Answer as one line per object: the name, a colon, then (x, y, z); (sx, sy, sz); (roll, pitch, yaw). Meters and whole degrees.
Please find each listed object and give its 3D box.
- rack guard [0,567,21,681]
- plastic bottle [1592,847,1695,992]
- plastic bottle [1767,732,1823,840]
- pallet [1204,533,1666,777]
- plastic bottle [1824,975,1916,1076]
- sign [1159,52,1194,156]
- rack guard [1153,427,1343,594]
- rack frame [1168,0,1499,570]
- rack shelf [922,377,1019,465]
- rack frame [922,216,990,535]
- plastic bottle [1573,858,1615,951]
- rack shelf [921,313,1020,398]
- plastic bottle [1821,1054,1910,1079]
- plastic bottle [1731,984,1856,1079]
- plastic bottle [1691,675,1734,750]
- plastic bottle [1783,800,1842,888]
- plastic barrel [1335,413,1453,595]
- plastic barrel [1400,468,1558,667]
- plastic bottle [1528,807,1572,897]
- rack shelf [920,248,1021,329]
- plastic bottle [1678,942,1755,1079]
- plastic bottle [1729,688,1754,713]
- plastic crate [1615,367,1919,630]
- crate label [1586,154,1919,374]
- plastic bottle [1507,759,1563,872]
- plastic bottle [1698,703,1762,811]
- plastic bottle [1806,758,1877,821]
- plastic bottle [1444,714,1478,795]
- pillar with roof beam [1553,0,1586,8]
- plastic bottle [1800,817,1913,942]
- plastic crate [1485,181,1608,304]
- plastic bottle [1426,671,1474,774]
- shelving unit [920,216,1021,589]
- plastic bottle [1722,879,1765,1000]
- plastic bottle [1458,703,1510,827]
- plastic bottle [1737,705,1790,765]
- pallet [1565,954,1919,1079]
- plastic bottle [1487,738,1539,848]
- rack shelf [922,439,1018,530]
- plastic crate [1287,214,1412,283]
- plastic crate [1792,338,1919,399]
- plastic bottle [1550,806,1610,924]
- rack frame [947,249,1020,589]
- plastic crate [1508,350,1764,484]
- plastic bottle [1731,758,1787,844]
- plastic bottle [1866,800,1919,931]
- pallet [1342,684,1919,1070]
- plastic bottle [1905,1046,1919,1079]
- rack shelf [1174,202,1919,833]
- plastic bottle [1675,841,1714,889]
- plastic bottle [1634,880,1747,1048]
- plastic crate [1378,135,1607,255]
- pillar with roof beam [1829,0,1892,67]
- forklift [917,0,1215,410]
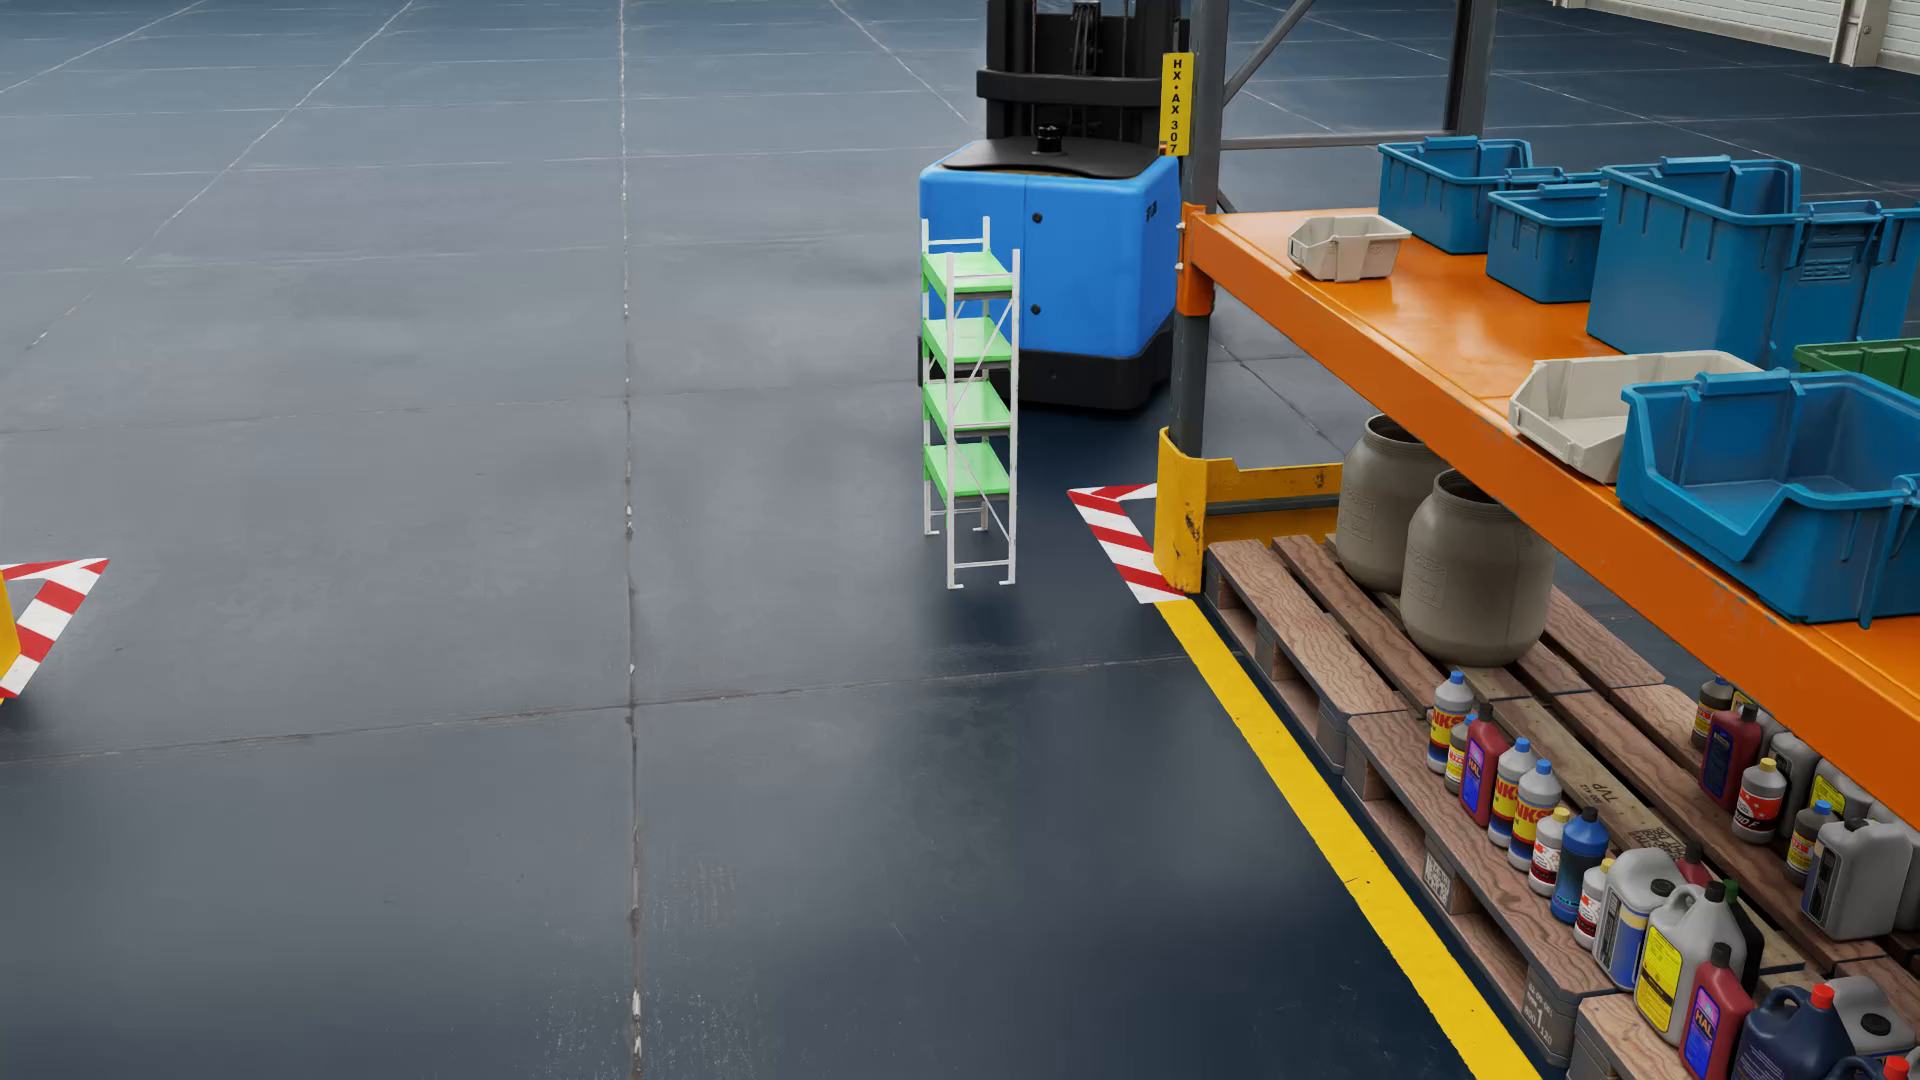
rack guard: (-3.613, 0.222, 5.118); (1.175, 0.500, 0.348); (-4, 24, -10)
plastic bottle: (1.456, 0.801, 3.522); (0.152, 0.276, 0.135); (-4, 24, -9)
plastic bottle: (2.056, 0.572, 4.046); (0.152, 0.276, 0.135); (-5, 24, -11)
pallet: (1.446, 0.304, 5.290); (1.003, 0.211, 1.213); (-4, 24, -10)
plastic bottle: (1.683, 0.971, 3.132); (0.152, 0.276, 0.135); (-4, 24, -10)
sign: (0.699, -1.408, 5.381); (0.100, 0.325, 0.005); (-4, 24, -10)
rack guard: (1.301, -0.148, 5.965); (1.175, 0.500, 0.348); (-4, 24, -10)
rack frame: (1.240, -1.320, 5.525); (1.000, 3.000, 0.127); (-4, 24, -10)
rack shelf: (0.031, -0.426, 5.886); (0.258, 0.148, 0.480); (-4, 24, -10)
rack frame: (-0.015, -0.581, 6.081); (0.240, 1.200, 0.015); (-4, 24, -10)
plastic bottle: (1.408, 0.791, 3.638); (0.097, 0.201, 0.097); (0, 24, 0)
rack shelf: (0.031, -0.646, 5.790); (0.258, 0.148, 0.480); (-4, 24, -10)
plastic bottle: (1.578, 1.033, 2.896); (0.144, 0.351, 0.185); (-5, 24, -11)
plastic bottle: (1.542, 0.958, 3.069); (0.144, 0.351, 0.185); (-6, 24, -12)
plastic bottle: (2.011, 0.450, 4.418); (0.097, 0.201, 0.097); (0, 24, 0)
plastic bottle: (1.980, 0.697, 3.853); (0.097, 0.201, 0.097); (0, 24, 0)
plastic barrel: (1.437, -0.119, 5.359); (0.421, 0.512, 0.421); (0, 24, 0)
plastic barrel: (1.530, 0.078, 4.908); (0.421, 0.512, 0.421); (0, 24, 0)
plastic bottle: (1.370, 0.710, 3.824); (0.097, 0.201, 0.097); (0, 24, 0)
rack shelf: (0.031, -0.866, 5.694); (0.258, 0.148, 0.480); (-4, 24, -10)
plastic bottle: (1.471, 0.928, 3.222); (0.061, 0.283, 0.133); (-3, 24, -6)
plastic bottle: (2.050, 0.457, 4.299); (0.061, 0.283, 0.133); (-4, 24, -8)
plastic crate: (1.509, -0.094, 2.903); (0.499, 0.251, 0.616); (-4, 24, -10)
crate label: (1.847, -0.633, 3.906); (0.502, 0.435, 0.616); (-4, 24, -10)
plastic bottle: (1.351, 0.639, 3.899); (0.097, 0.271, 0.097); (0, 24, 0)
plastic bottle: (1.926, 0.522, 4.151); (0.061, 0.283, 0.133); (-4, 24, -10)
plastic bottle: (2.091, 0.603, 3.883); (0.144, 0.351, 0.185); (-3, 24, -8)
plastic bottle: (1.289, 0.537, 4.218); (0.097, 0.201, 0.097); (0, 24, 0)
pillar with roof beam: (4.397, -11.353, 21.001); (9.100, 9.000, 0.400); (-4, 24, -10)
plastic bottle: (1.984, 0.731, 3.682); (0.152, 0.276, 0.135); (-4, 24, -10)
plastic crate: (1.742, -0.822, 4.569); (0.499, 0.251, 0.408); (-4, 24, -10)
plastic bottle: (1.269, 0.465, 4.298); (0.097, 0.271, 0.097); (0, 24, 0)
shelving unit: (0.031, -0.485, 5.861); (0.258, 1.200, 0.503); (-4, 24, -10)
plastic bottle: (1.579, 0.844, 3.414); (0.061, 0.283, 0.133); (-4, 24, -10)
plastic bottle: (1.293, 0.550, 4.088); (0.061, 0.283, 0.133); (-4, 24, -9)
plastic bottle: (2.031, 0.517, 4.171); (0.152, 0.276, 0.135); (-4, 24, -9)
pallet: (1.897, 1.264, 3.093); (1.003, 0.211, 1.213); (-4, 24, -10)
plastic bottle: (1.333, 0.599, 3.989); (0.097, 0.271, 0.097); (0, 24, 0)
rack shelf: (0.031, -0.206, 5.982); (0.258, 0.148, 0.480); (-4, 24, -10)
plastic crate: (1.090, -0.824, 4.718); (0.298, 0.136, 0.250); (-4, 24, -10)
plastic crate: (2.006, -0.205, 3.236); (0.450, 0.188, 0.662); (-4, 24, -10)
plastic bottle: (1.389, 0.718, 3.716); (0.097, 0.271, 0.097); (0, 24, 0)
rack frame: (0.076, -0.389, 5.641); (0.240, 1.200, 0.015); (-4, 24, -10)
plastic crate: (1.431, -0.246, 3.395); (0.530, 0.136, 0.437); (-4, 24, -10)
plastic bottle: (1.937, 0.623, 4.023); (0.097, 0.201, 0.097); (0, 24, 0)
plastic bottle: (2.125, 0.676, 3.715); (0.144, 0.351, 0.185); (-4, 24, -10)
pallet: (1.668, 0.783, 4.194); (1.003, 0.211, 1.213); (-4, 24, -10)
plastic bottle: (1.719, 1.023, 2.921); (0.144, 0.351, 0.185); (-4, 24, -10)
rack shelf: (1.610, -0.204, 3.868); (1.077, 0.370, 4.000); (-4, 24, -10)
plastic bottle: (1.561, 0.789, 3.539); (0.061, 0.283, 0.133); (-4, 24, -10)
plastic bottle: (1.483, 0.831, 3.360); (0.144, 0.351, 0.185); (-4, 24, -10)
plastic crate: (1.627, -1.077, 5.155); (0.499, 0.251, 0.616); (-4, 24, -10)
pillar with roof beam: (5.506, -8.993, 15.597); (9.100, 9.000, 0.400); (-4, 24, -10)
forklift: (0.740, -2.484, 8.275); (1.130, 2.935, 3.031); (7, 25, 16)
